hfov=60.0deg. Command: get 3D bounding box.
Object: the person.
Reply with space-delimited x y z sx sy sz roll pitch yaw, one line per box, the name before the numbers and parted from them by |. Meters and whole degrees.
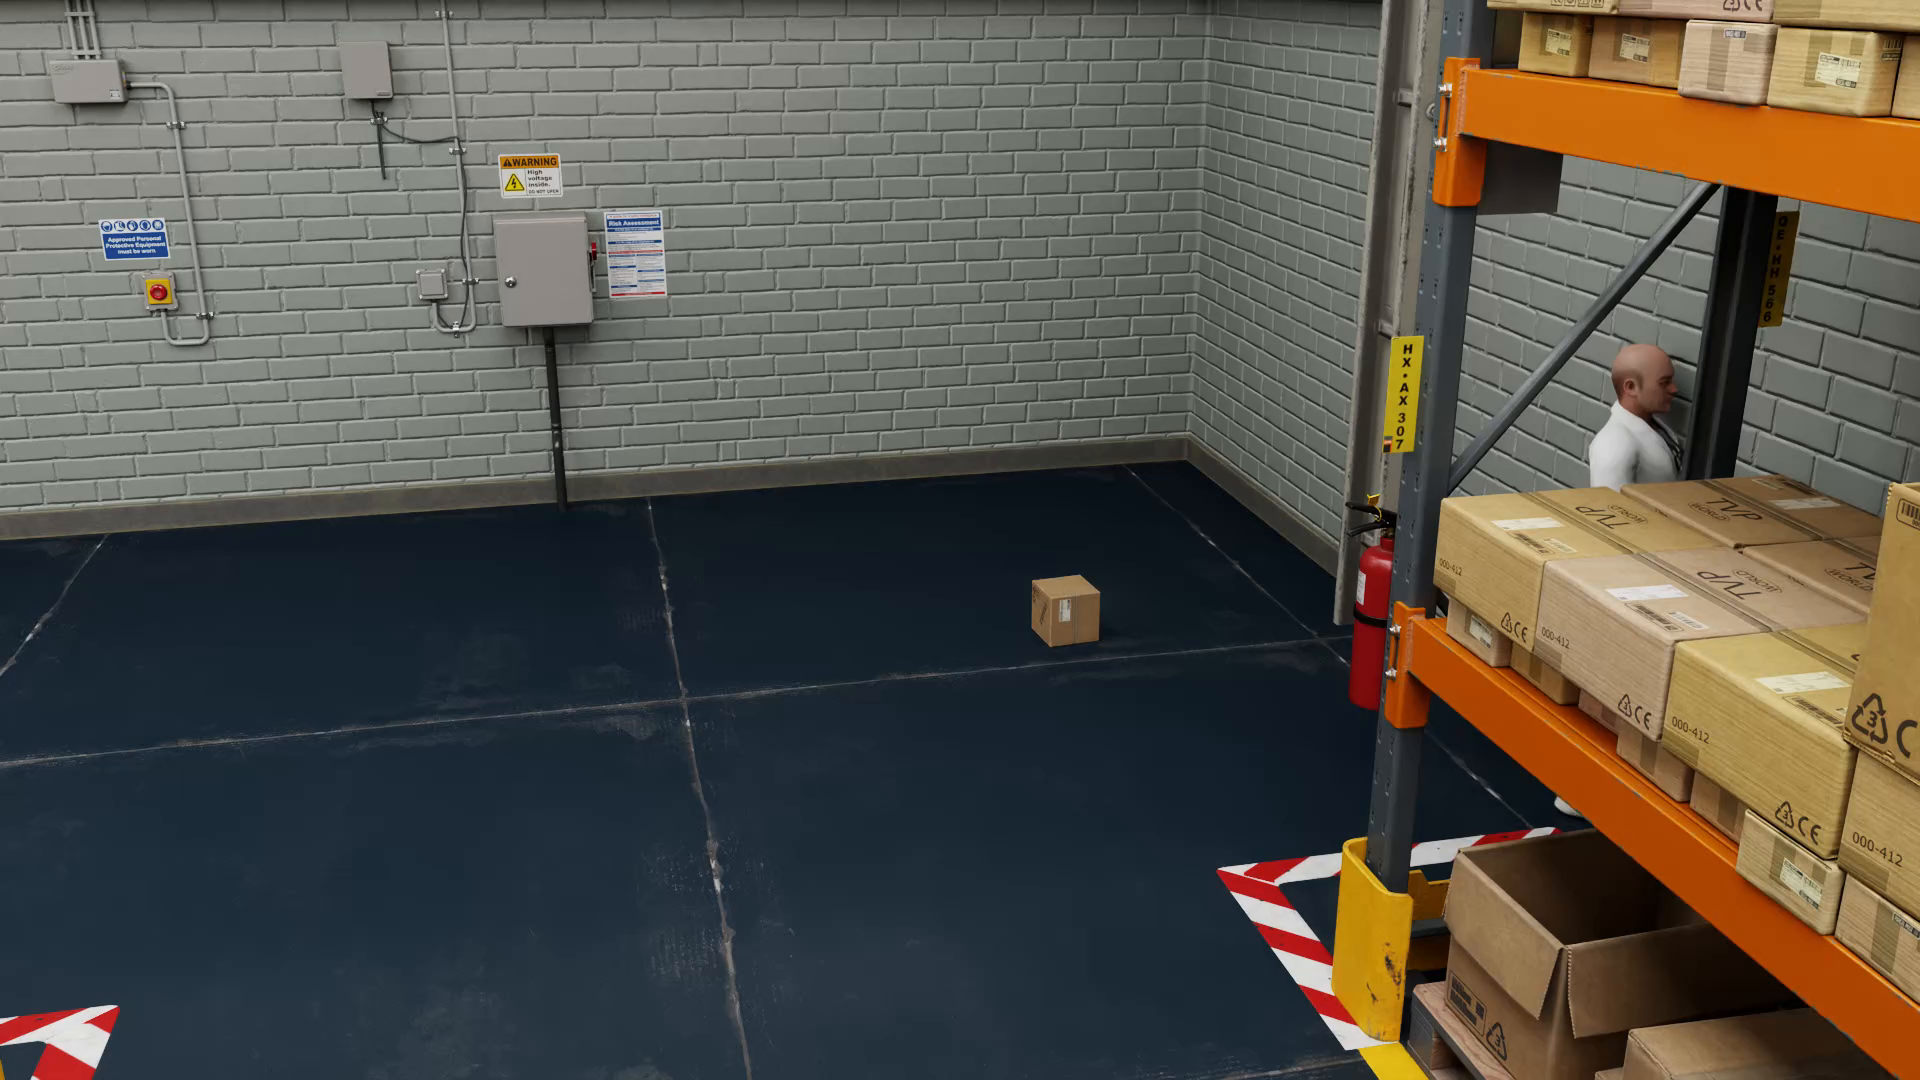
person | 2.466 0.180 6.076 0.404 1.807 0.571 10 22 27
